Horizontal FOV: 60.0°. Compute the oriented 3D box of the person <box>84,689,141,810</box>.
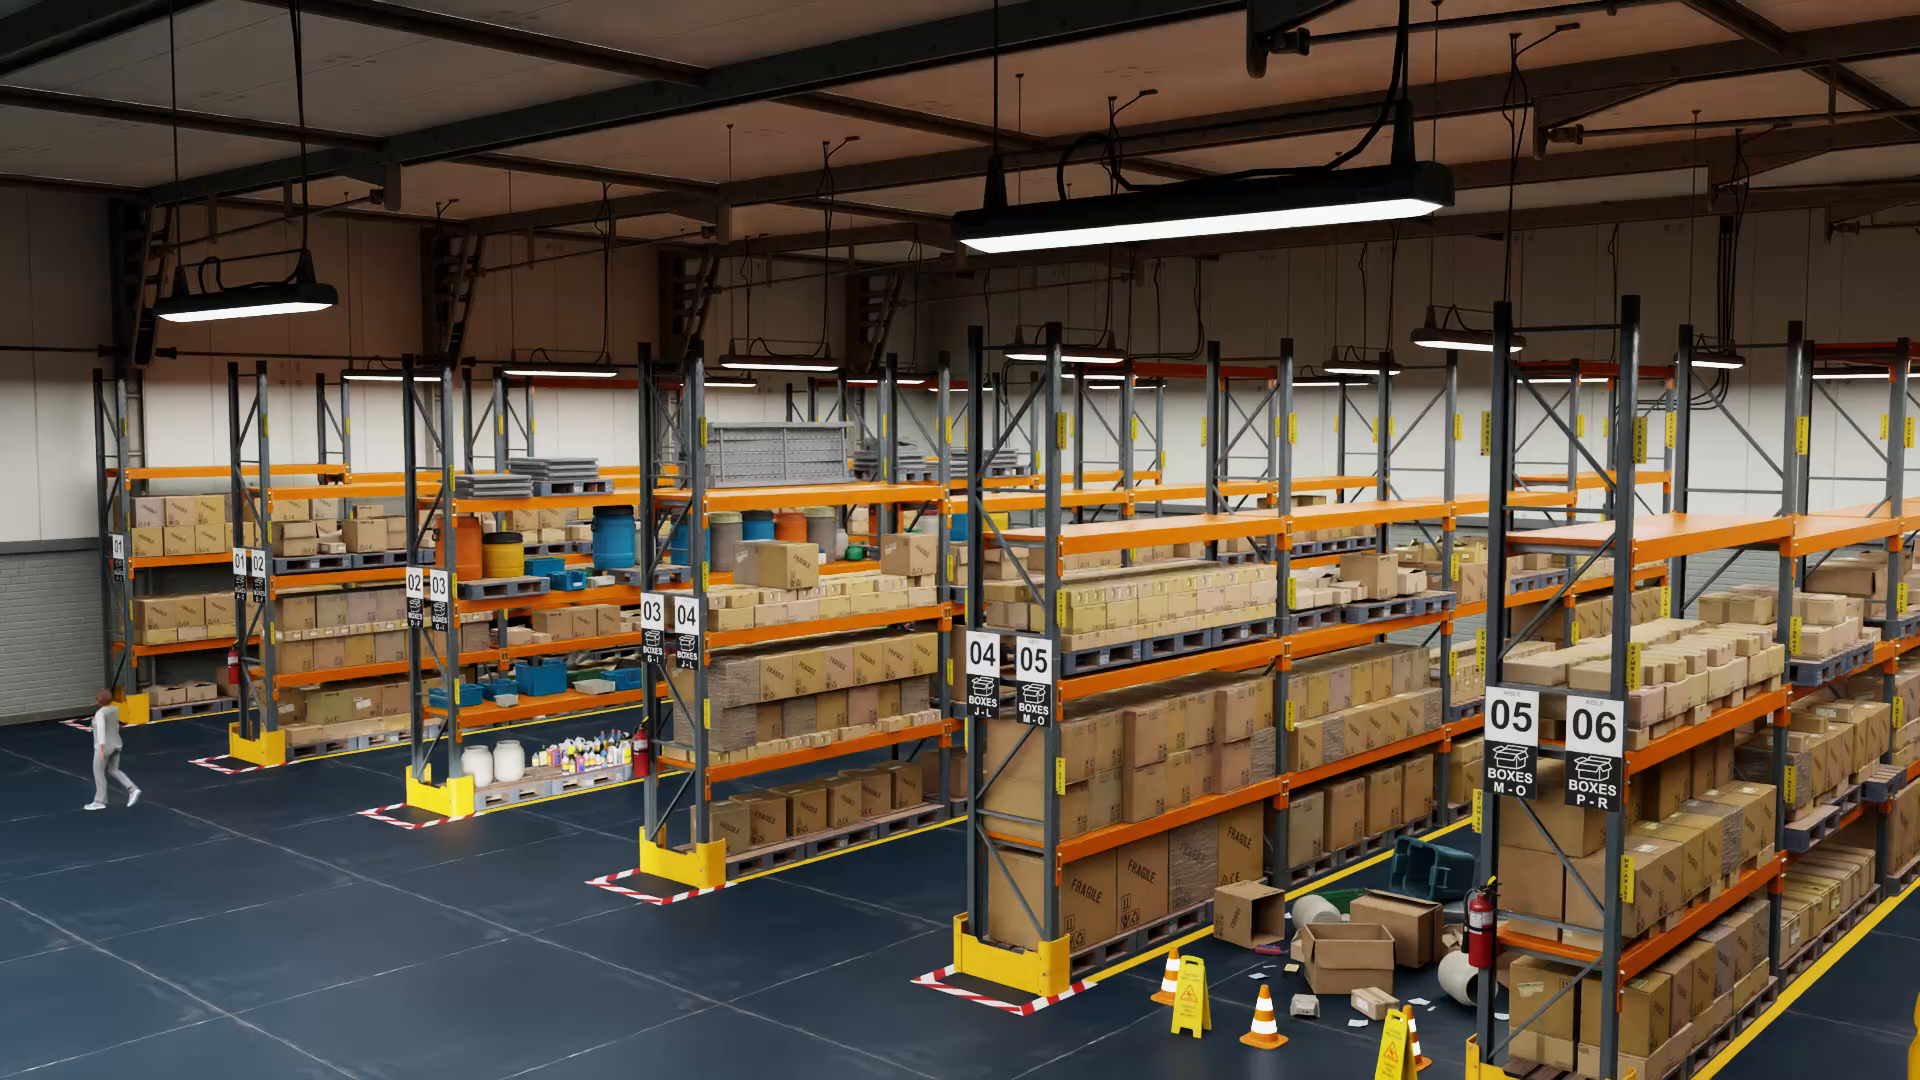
[{"bbox_3d":[-11.179,2.751,21.917,0.655,1.595,0.382,1,4,12],"label":"person"}]

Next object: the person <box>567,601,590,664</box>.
[{"bbox_3d":[-7.561,1.910,32.786,0.452,1.670,0.498,-3,5,-35],"label":"person"}]
